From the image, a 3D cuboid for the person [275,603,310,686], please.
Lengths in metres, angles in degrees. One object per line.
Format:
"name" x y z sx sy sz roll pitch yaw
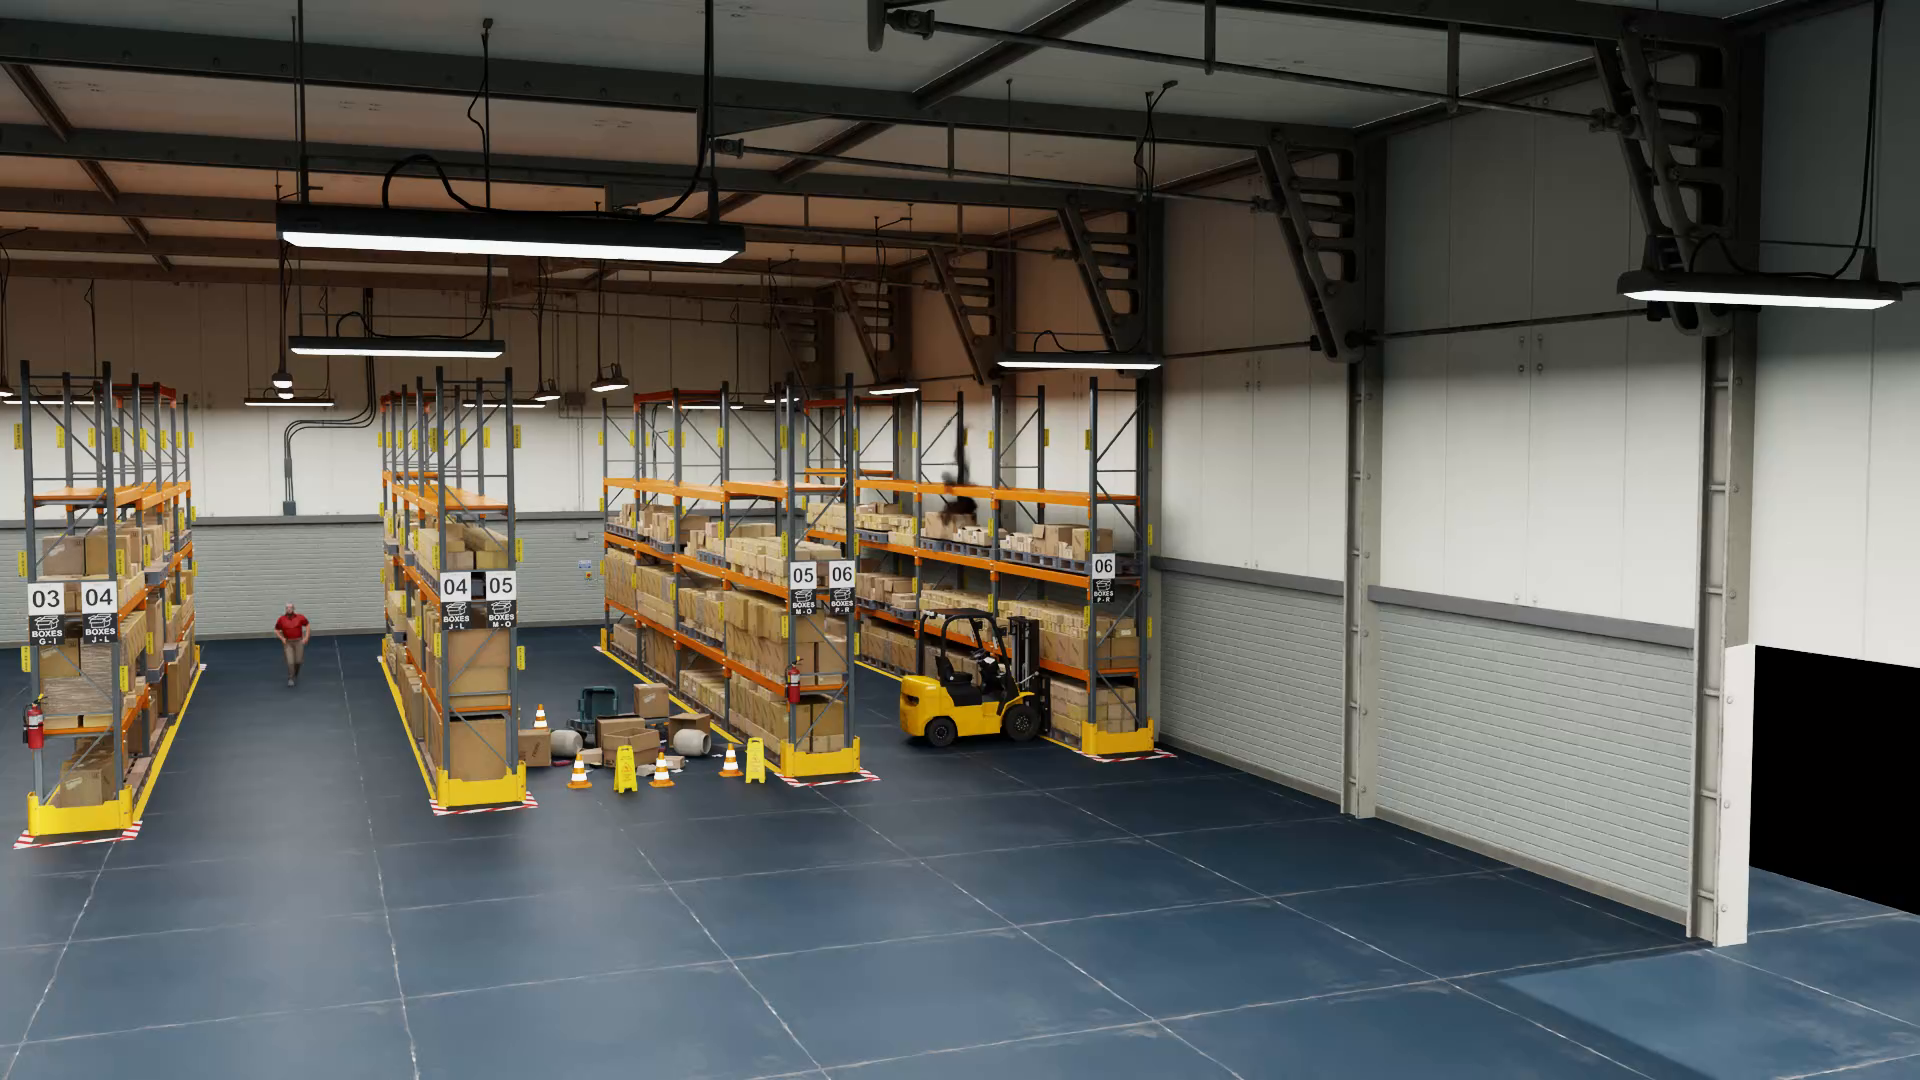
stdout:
"person" -13.622 2.124 33.950 0.678 1.689 0.677 -1 4 -21
